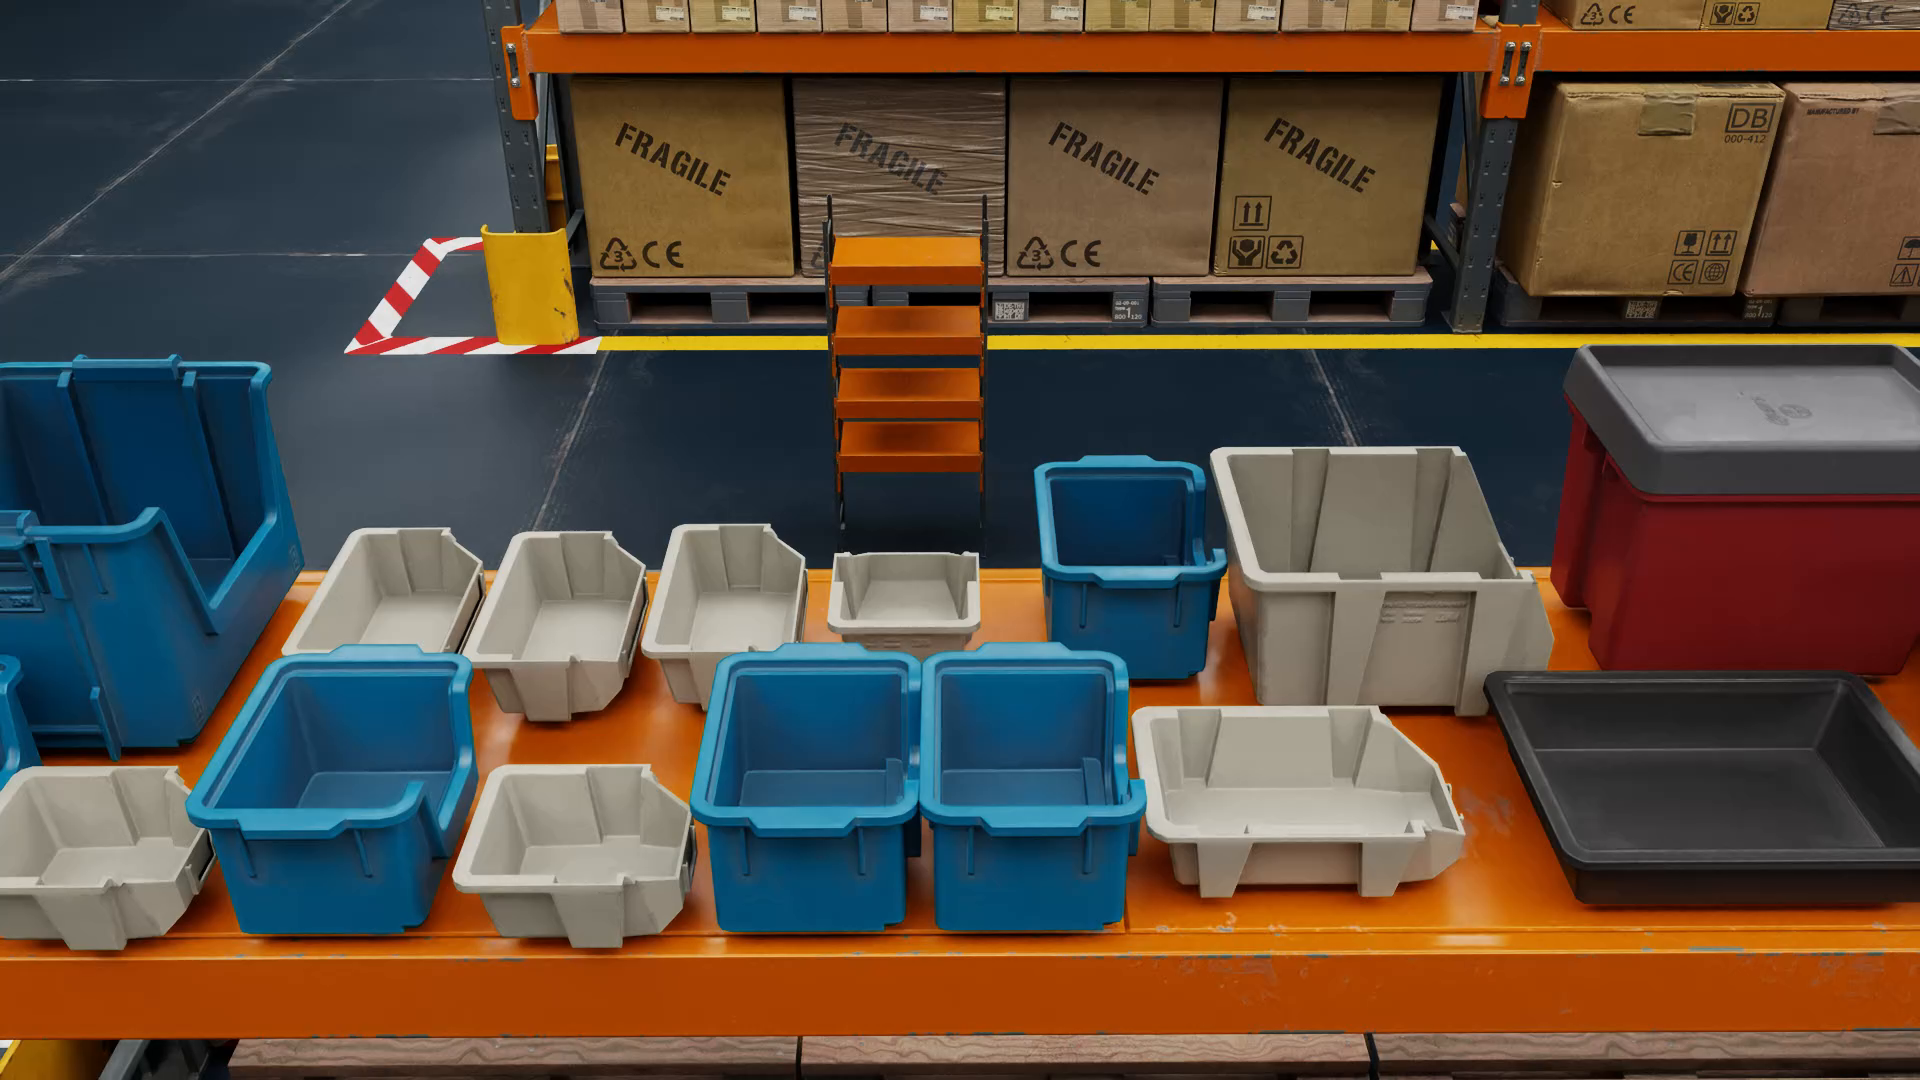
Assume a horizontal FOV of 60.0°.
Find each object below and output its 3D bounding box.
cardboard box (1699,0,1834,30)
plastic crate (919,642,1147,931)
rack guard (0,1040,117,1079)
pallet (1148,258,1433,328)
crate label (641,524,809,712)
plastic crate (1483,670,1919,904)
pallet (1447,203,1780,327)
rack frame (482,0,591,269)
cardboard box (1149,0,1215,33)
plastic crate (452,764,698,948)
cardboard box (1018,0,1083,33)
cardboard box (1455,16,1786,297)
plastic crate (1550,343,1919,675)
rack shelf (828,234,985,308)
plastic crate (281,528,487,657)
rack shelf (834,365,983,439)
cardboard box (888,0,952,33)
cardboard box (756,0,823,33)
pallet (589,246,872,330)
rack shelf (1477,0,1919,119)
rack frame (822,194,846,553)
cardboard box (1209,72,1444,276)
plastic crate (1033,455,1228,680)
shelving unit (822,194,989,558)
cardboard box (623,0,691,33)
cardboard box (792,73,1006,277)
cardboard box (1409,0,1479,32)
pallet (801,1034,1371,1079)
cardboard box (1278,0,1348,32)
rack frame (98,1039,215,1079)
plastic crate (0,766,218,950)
[{"bbox_3d":[3.164,-2.350,6.634,0.500,0.500,0.500,0,31,0],"label":"cardboard box"},{"bbox_3d":[0.095,0.360,2.369,0.300,0.233,0.416,0,31,0],"label":"plastic crate"},{"bbox_3d":[-1.795,1.224,3.250,0.348,0.500,1.175,0,31,0],"label":"rack guard"},{"bbox_3d":[1.438,-1.279,7.655,1.213,0.211,1.003,0,31,0],"label":"pallet"},{"bbox_3d":[-0.388,0.132,2.837,0.243,0.136,0.396,0,31,0],"label":"crate label"},{"bbox_3d":[1.112,0.371,2.454,0.590,0.125,0.437,0,31,0],"label":"plastic crate"},{"bbox_3d":[2.970,-1.282,7.660,1.213,0.211,1.003,0,31,0],"label":"pallet"},{"bbox_3d":[-1.801,-2.420,6.848,0.127,3.000,1.000,0,31,0],"label":"rack frame"},{"bbox_3d":[0.867,-2.151,6.646,0.250,0.149,0.380,0,31,1],"label":"cardboard box"},{"bbox_3d":[-0.522,0.446,2.320,0.298,0.136,0.250,0,31,0],"label":"plastic crate"},{"bbox_3d":[0.357,-2.150,6.644,0.250,0.149,0.380,0,31,1],"label":"cardboard box"},{"bbox_3d":[2.839,-1.717,7.331,0.875,0.875,1.225,0,31,0],"label":"cardboard box"},{"bbox_3d":[1.335,-0.044,2.811,0.583,0.464,0.402,0,31,0],"label":"plastic crate"},{"bbox_3d":[-0.166,-0.848,5.234,0.480,0.148,0.258,0,31,0],"label":"rack shelf"},{"bbox_3d":[-0.956,0.139,2.825,0.243,0.136,0.396,0,31,0],"label":"plastic crate"},{"bbox_3d":[-0.166,-0.455,5.473,0.480,0.148,0.258,0,31,0],"label":"rack shelf"},{"bbox_3d":[-0.158,-2.148,6.641,0.250,0.149,0.380,0,31,-1],"label":"cardboard box"},{"bbox_3d":[-0.670,-2.147,6.639,0.250,0.149,0.380,-1,31,-1],"label":"cardboard box"},{"bbox_3d":[-1.001,-1.271,7.642,1.213,0.211,1.003,0,31,0],"label":"pallet"},{"bbox_3d":[4.199,-2.132,7.065,4.000,0.370,1.077,0,31,0],"label":"rack shelf"},{"bbox_3d":[-0.410,-0.512,5.437,0.015,1.200,0.240,0,31,0],"label":"rack frame"},{"bbox_3d":[1.539,-1.744,7.375,0.875,0.875,0.875,0,31,0],"label":"cardboard box"},{"bbox_3d":[0.281,0.055,2.871,0.300,0.233,0.416,0,31,0],"label":"plastic crate"},{"bbox_3d":[-0.166,-0.512,5.438,0.503,1.200,0.258,0,31,0],"label":"shelving unit"},{"bbox_3d":[-1.187,-2.145,6.635,0.250,0.149,0.380,-1,31,-1],"label":"cardboard box"},{"bbox_3d":[-0.251,-1.738,7.366,0.875,0.875,0.875,0,31,0],"label":"cardboard box"},{"bbox_3d":[1.896,-2.155,6.652,0.250,0.149,0.380,0,31,0],"label":"cardboard box"},{"bbox_3d":[0.271,1.356,3.311,1.213,0.211,1.003,0,31,0],"label":"pallet"},{"bbox_3d":[1.382,-2.153,6.649,0.250,0.149,0.380,-1,31,-1],"label":"cardboard box"},{"bbox_3d":[-1.771,0.149,2.613,0.127,3.000,1.000,0,31,0],"label":"rack frame"},{"bbox_3d":[-1.201,0.448,2.317,0.298,0.136,0.250,0,31,0],"label":"plastic crate"}]
